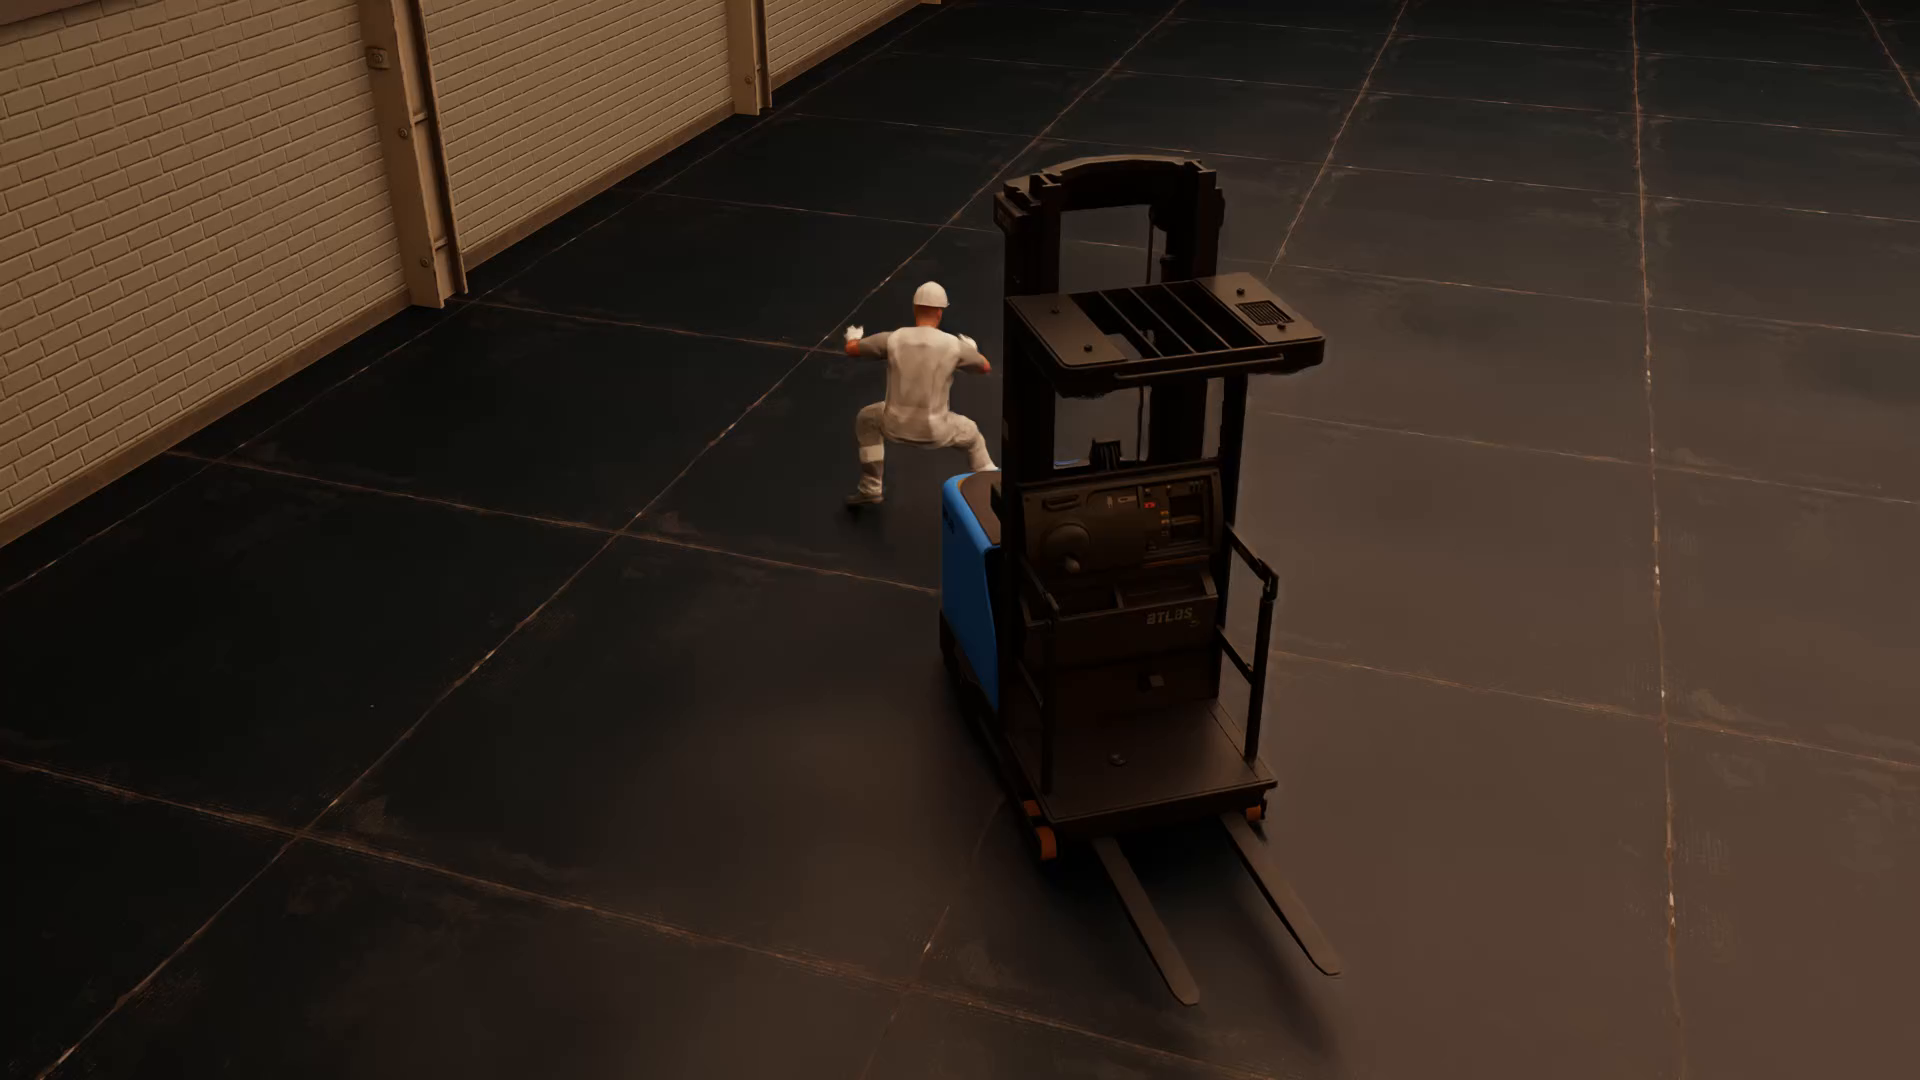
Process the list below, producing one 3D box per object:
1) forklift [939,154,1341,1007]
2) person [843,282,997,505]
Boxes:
[{"bbox_3d":[0.785,-0.033,7.194,1.130,2.935,3.031,-8,31,-14],"label":"forklift"},{"bbox_3d":[-0.218,-0.850,10.029,1.060,1.548,0.753,5,30,8],"label":"person"}]
